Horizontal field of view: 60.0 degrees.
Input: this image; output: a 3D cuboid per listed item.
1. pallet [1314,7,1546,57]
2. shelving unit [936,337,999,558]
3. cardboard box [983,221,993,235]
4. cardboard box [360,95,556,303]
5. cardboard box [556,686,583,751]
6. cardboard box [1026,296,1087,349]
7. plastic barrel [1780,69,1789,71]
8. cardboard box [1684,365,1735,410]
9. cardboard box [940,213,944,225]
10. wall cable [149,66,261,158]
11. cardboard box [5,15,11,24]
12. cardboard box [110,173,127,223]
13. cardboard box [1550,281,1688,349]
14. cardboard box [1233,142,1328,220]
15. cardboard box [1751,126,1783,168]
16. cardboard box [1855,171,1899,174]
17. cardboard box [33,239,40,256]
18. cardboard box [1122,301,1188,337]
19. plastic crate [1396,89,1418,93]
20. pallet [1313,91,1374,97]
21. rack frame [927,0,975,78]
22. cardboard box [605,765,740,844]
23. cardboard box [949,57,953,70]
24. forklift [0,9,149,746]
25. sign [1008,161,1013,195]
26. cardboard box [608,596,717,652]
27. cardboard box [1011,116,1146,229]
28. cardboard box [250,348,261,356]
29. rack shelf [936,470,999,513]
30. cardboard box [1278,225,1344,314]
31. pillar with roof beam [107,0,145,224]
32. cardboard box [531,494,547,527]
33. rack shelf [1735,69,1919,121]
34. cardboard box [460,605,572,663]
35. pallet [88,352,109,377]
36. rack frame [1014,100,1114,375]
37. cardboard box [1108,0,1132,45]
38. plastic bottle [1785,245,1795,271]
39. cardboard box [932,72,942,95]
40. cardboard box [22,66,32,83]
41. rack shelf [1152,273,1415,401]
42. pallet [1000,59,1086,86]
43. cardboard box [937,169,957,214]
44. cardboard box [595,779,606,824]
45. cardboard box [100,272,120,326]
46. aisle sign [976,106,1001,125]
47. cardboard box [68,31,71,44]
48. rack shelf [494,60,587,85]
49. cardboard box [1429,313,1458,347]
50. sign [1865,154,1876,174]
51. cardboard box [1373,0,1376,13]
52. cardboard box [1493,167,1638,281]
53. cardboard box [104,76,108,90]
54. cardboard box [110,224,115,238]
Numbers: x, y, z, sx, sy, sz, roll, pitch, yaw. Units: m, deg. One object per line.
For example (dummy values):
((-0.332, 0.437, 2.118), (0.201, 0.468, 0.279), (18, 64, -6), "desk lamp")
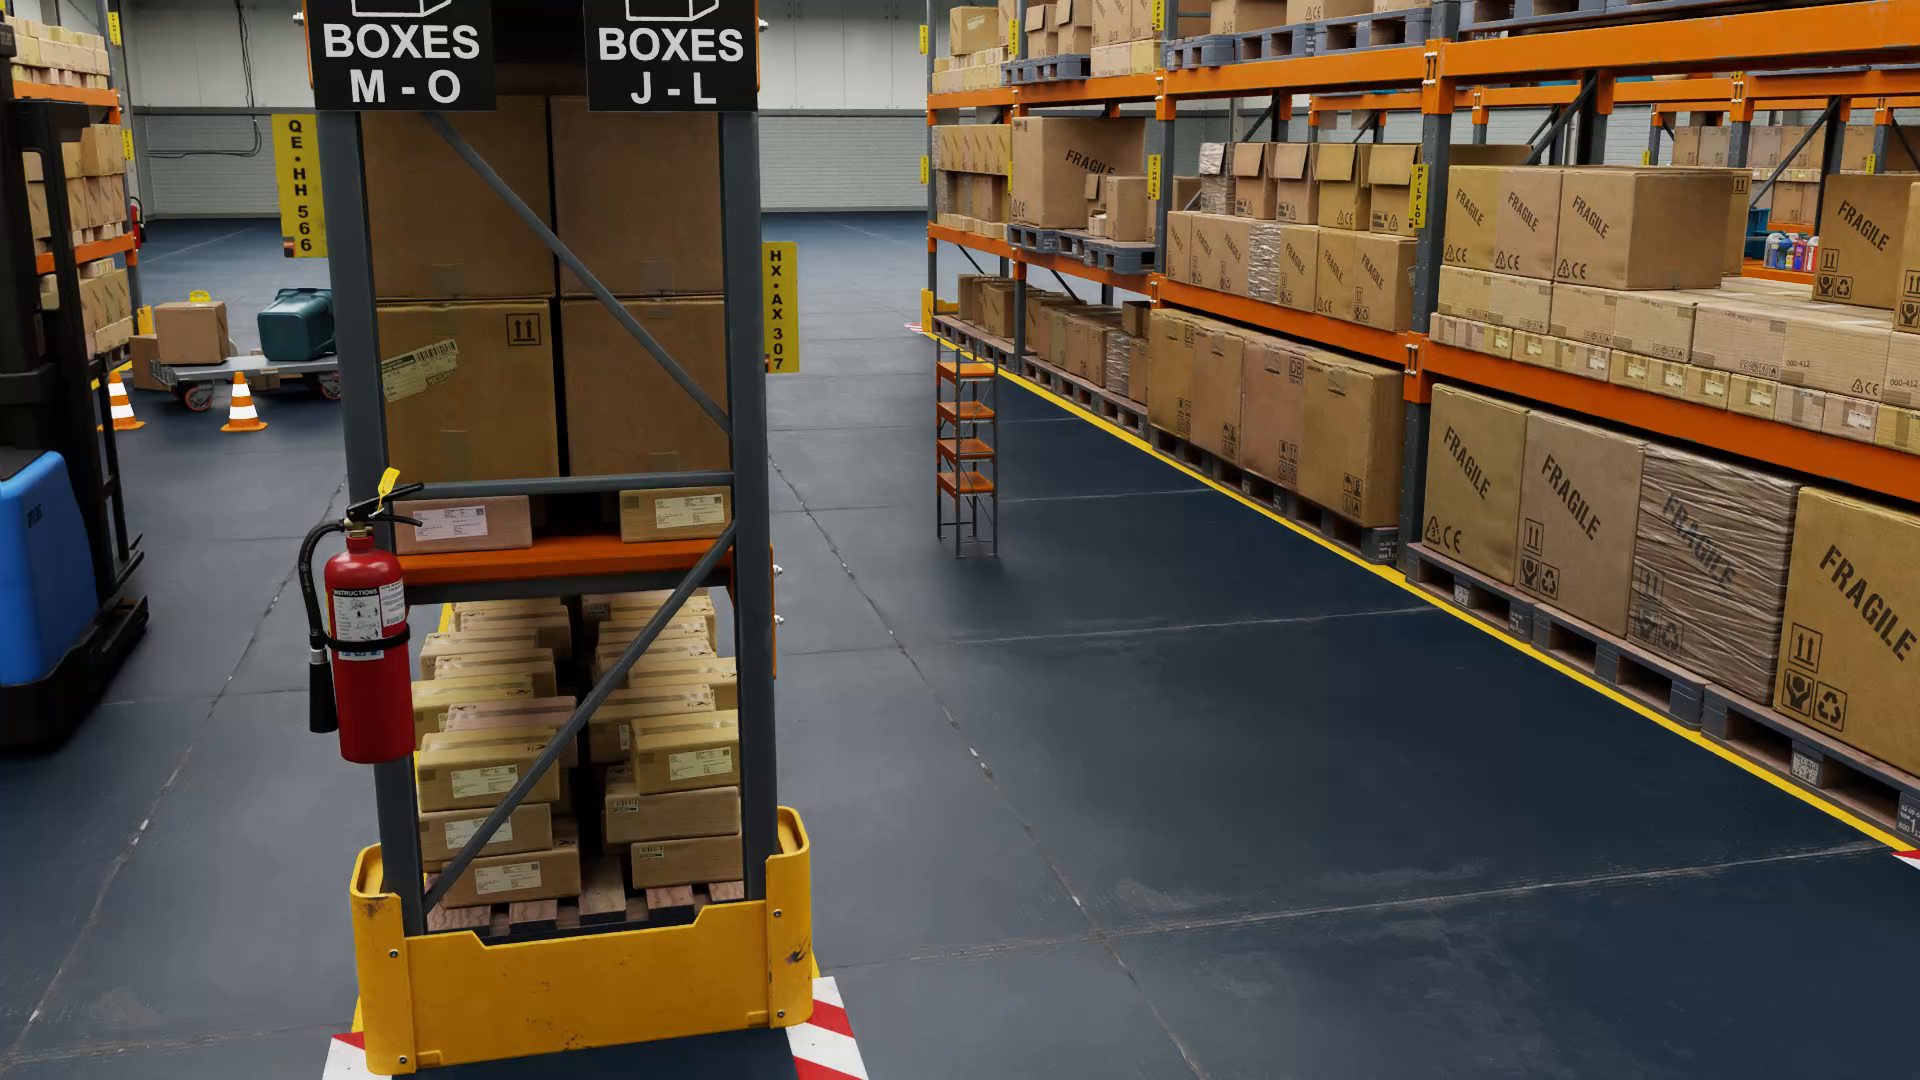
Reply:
((2.660, -2.878, 9.470), (0.805, 0.209, 1.217), (-4, 14, -15), "pallet")
((0.039, -0.545, 9.628), (0.258, 1.200, 0.503), (-3, 14, -13), "shelving unit")
((0.462, -3.353, 17.860), (0.380, 0.149, 0.250), (-3, 14, -13), "cardboard box")
((-1.332, -0.900, 4.345), (0.500, 0.500, 0.500), (-4, 14, -14), "cardboard box")
((-1.471, 0.614, 5.590), (0.380, 0.149, 0.250), (-3, 14, -14), "cardboard box")
((0.989, -2.235, 17.136), (0.500, 0.500, 0.500), (-4, 14, -15), "cardboard box")
((6.690, -3.940, 13.740), (0.294, 0.245, 0.294), (0, 14, 0), "plastic barrel")
((3.156, -0.619, 6.671), (0.380, 0.149, 0.250), (-3, 14, -13), "cardboard box")
((-0.020, -3.814, 19.746), (0.380, 0.149, 0.250), (-3, 14, -13), "cardboard box")
((-21.517, -12.113, 47.088), (3.097, 2.526, 0.112), (-3, 14, -13), "wall cable")
((-8.346, -4.412, 14.193), (0.380, 0.149, 0.250), (-4, 14, -14), "cardboard box")
((-9.133, -3.604, 17.522), (0.500, 0.500, 0.500), (-4, 14, -14), "cardboard box")
((3.018, -1.020, 7.469), (0.500, 0.250, 0.500), (-3, 14, -12), "cardboard box")
((2.290, -2.444, 11.285), (0.797, 0.503, 0.637), (-3, 14, -12), "cardboard box")
((10.210, -4.830, 20.433), (0.700, 0.500, 0.500), (-3, 14, -13), "cardboard box")
((10.402, -4.116, 18.878), (0.380, 0.149, 0.250), (-3, 14, -13), "cardboard box")
((-8.351, -2.567, 14.642), (0.380, 0.149, 0.250), (-3, 14, -13), "cardboard box")
((1.662, -1.866, 14.006), (0.500, 0.250, 0.500), (-2, 14, -7), "cardboard box")
((5.088, -5.104, 18.731), (0.243, 0.136, 0.396), (-3, 14, -13), "plastic crate")
((5.018, -5.519, 20.273), (1.003, 0.211, 1.213), (-3, 14, -13), "pallet")
((0.105, -6.988, 19.568), (1.000, 3.000, 0.127), (-3, 14, -13), "rack frame")
((-0.856, 0.772, 4.942), (0.380, 0.149, 0.250), (-3, 14, -11), "cardboard box")
((0.085, -5.392, 18.831), (0.380, 0.149, 0.250), (-3, 14, -11), "cardboard box")
((-4.430, -0.886, 7.377), (1.130, 2.935, 3.031), (-4, 14, -16), "forklift")
((0.518, -3.539, 16.269), (0.100, 0.325, 0.005), (-3, 14, -13), "sign")
((-1.104, 0.320, 6.164), (0.380, 0.149, 0.250), (-3, 14, -12), "cardboard box")
((1.094, -3.455, 15.600), (1.000, 1.000, 1.000), (-3, 14, -13), "cardboard box")
((-7.257, -1.947, 17.581), (0.380, 0.149, 0.250), (4, 14, 16), "cardboard box")
((0.039, -0.286, 9.691), (0.258, 0.148, 0.480), (-3, 14, -13), "rack shelf")
((2.309, -1.681, 10.277), (0.500, 0.500, 0.500), (-3, 14, -14), "cardboard box")
((-17.926, -13.108, 44.618), (9.100, 9.000, 0.400), (-3, 14, -13), "pillar with roof beam")
((-1.356, -0.126, 4.652), (0.380, 0.149, 0.250), (-3, 14, -13), "cardboard box")
((7.268, -3.150, 11.697), (1.077, 0.370, 4.000), (-3, 14, -13), "rack shelf")
((-1.611, 0.352, 6.036), (0.380, 0.149, 0.250), (-4, 14, -15), "cardboard box")
((-9.071, -1.679, 16.353), (1.003, 0.211, 1.213), (-3, 14, -13), "pallet")
((1.044, -3.151, 16.503), (1.000, 3.000, 0.127), (-3, 14, -13), "rack frame")
((1.497, -4.190, 13.174), (0.500, 0.500, 0.500), (-3, 14, -13), "cardboard box")
((6.609, -2.239, 13.189), (0.097, 0.201, 0.097), (0, 14, 0), "plastic bottle")
((-0.034, -5.332, 19.428), (0.500, 0.250, 0.500), (-3, 14, -12), "cardboard box")
((-8.617, -4.193, 14.980), (0.380, 0.149, 0.250), (-3, 14, -11), "cardboard box")
((2.453, -1.417, 10.923), (1.077, 0.370, 4.000), (-3, 14, -13), "rack shelf")
((1.085, -4.368, 15.562), (1.213, 0.211, 1.003), (-3, 14, -13), "pallet")
((0.207, -4.138, 19.707), (0.875, 0.500, 0.500), (-3, 14, -13), "cardboard box")
((-1.001, 0.800, 5.453), (0.380, 0.149, 0.250), (-3, 14, -13), "cardboard box")
((-8.961, -2.463, 17.017), (0.500, 0.500, 0.500), (-3, 14, -11), "cardboard box")
((0.382, -5.367, 20.098), (0.394, 0.787, 0.004), (-3, 14, -13), "aisle sign")
((-9.001, -4.944, 16.373), (0.380, 0.149, 0.250), (-3, 14, -13), "cardboard box")
((-2.392, -2.621, 9.530), (1.077, 0.370, 4.000), (-3, 14, -13), "rack shelf")
((2.669, -1.096, 8.623), (0.380, 0.149, 0.250), (-3, 14, -13), "cardboard box")
((10.135, -4.130, 18.519), (0.100, 0.325, 0.005), (-3, 14, -13), "sign")
((2.719, -3.196, 10.013), (0.380, 0.149, 0.250), (-4, 14, -15), "cardboard box")
((2.895, -1.502, 7.865), (0.500, 0.500, 0.500), (-3, 14, -13), "cardboard box")
((-9.173, -4.789, 17.420), (0.380, 0.149, 0.250), (-3, 14, -13), "cardboard box")
((-9.026, -3.212, 17.284), (0.380, 0.149, 0.250), (-4, 14, -14), "cardboard box")
